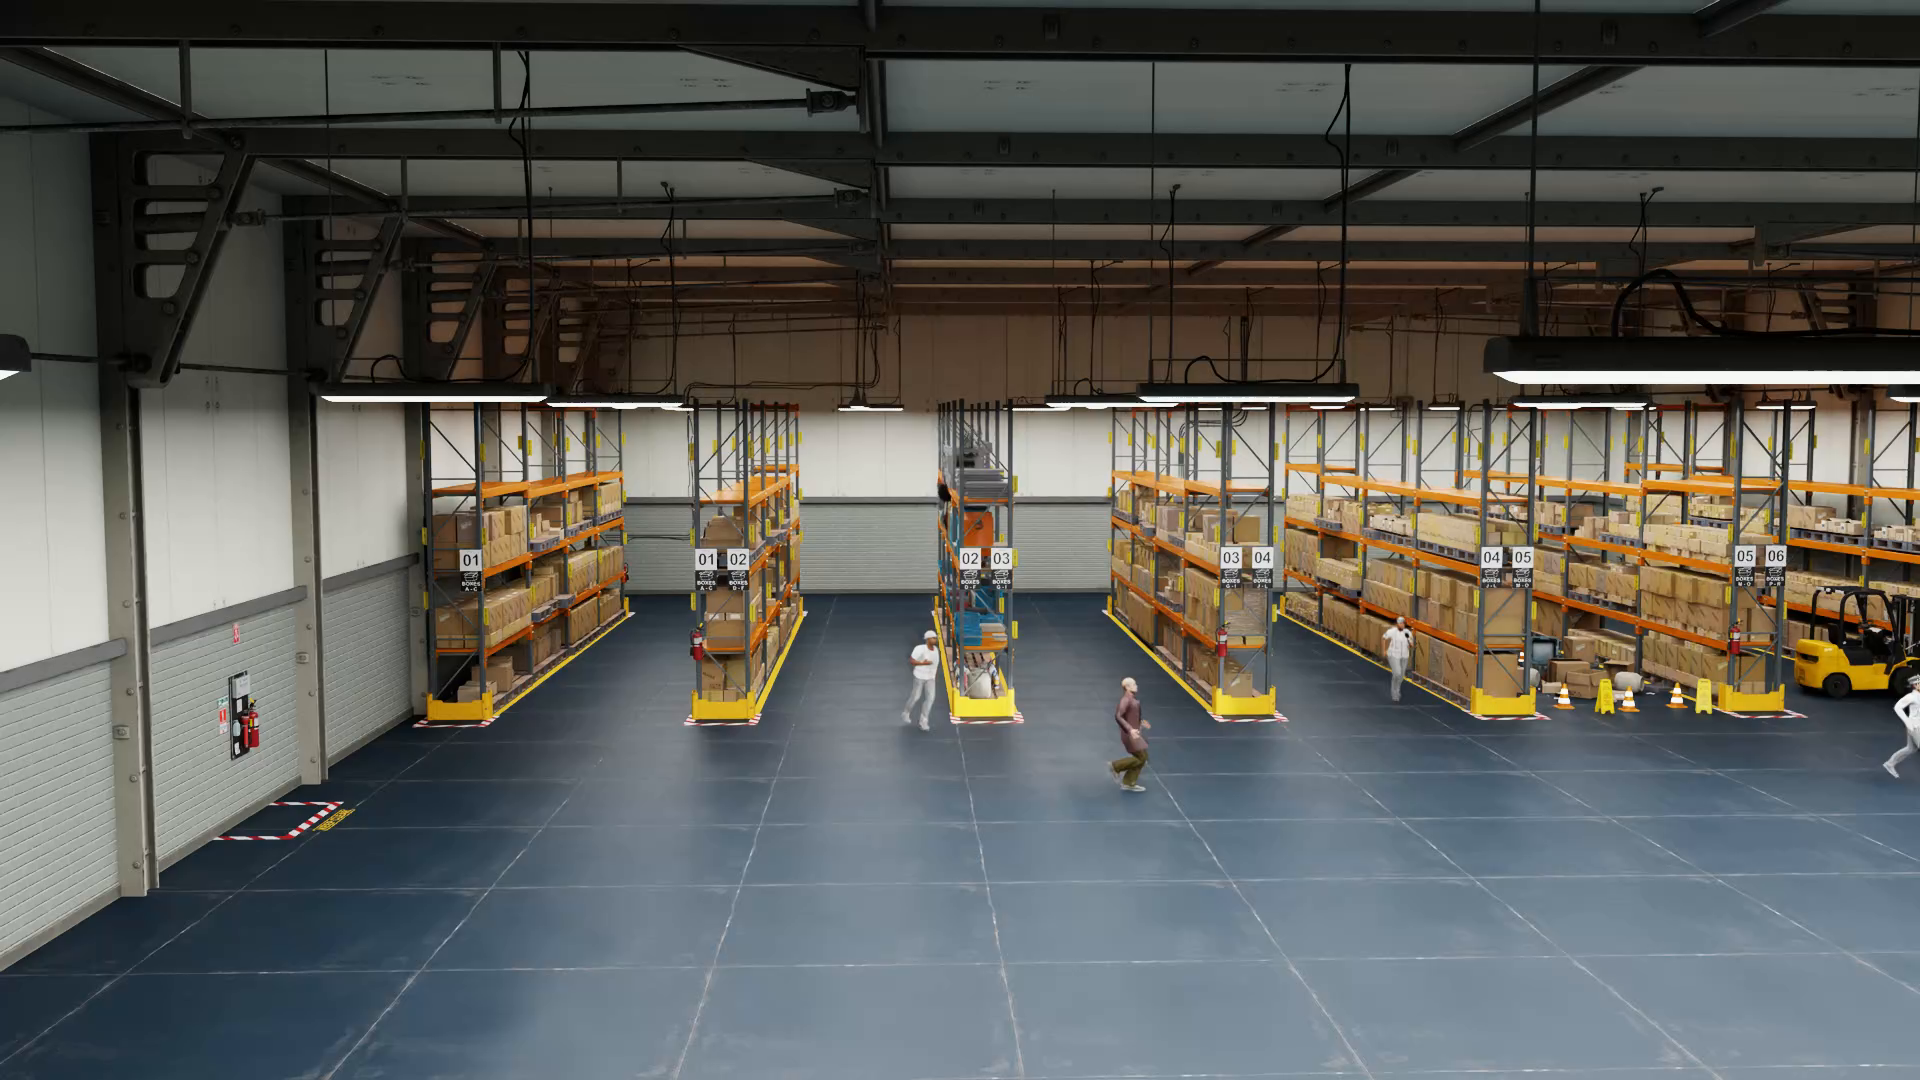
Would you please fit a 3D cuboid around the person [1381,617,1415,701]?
[{"bbox_3d":[8.781,2.378,33.267,0.570,1.705,0.796,-1,4,-7],"label":"person"}]

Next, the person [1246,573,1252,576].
[{"bbox_3d":[8.009,1.323,46.818,0.727,1.684,0.929,1,4,15],"label":"person"}]

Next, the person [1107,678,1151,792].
[{"bbox_3d":[2.566,2.949,25.206,0.637,1.733,0.710,1,4,13],"label":"person"}]

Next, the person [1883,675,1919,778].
[{"bbox_3d":[14.733,2.904,25.629,0.612,1.692,0.919,-4,6,-44],"label":"person"}]

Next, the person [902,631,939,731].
[{"bbox_3d":[-0.621,2.541,30.434,0.703,1.774,0.825,-3,5,-32],"label":"person"}]
